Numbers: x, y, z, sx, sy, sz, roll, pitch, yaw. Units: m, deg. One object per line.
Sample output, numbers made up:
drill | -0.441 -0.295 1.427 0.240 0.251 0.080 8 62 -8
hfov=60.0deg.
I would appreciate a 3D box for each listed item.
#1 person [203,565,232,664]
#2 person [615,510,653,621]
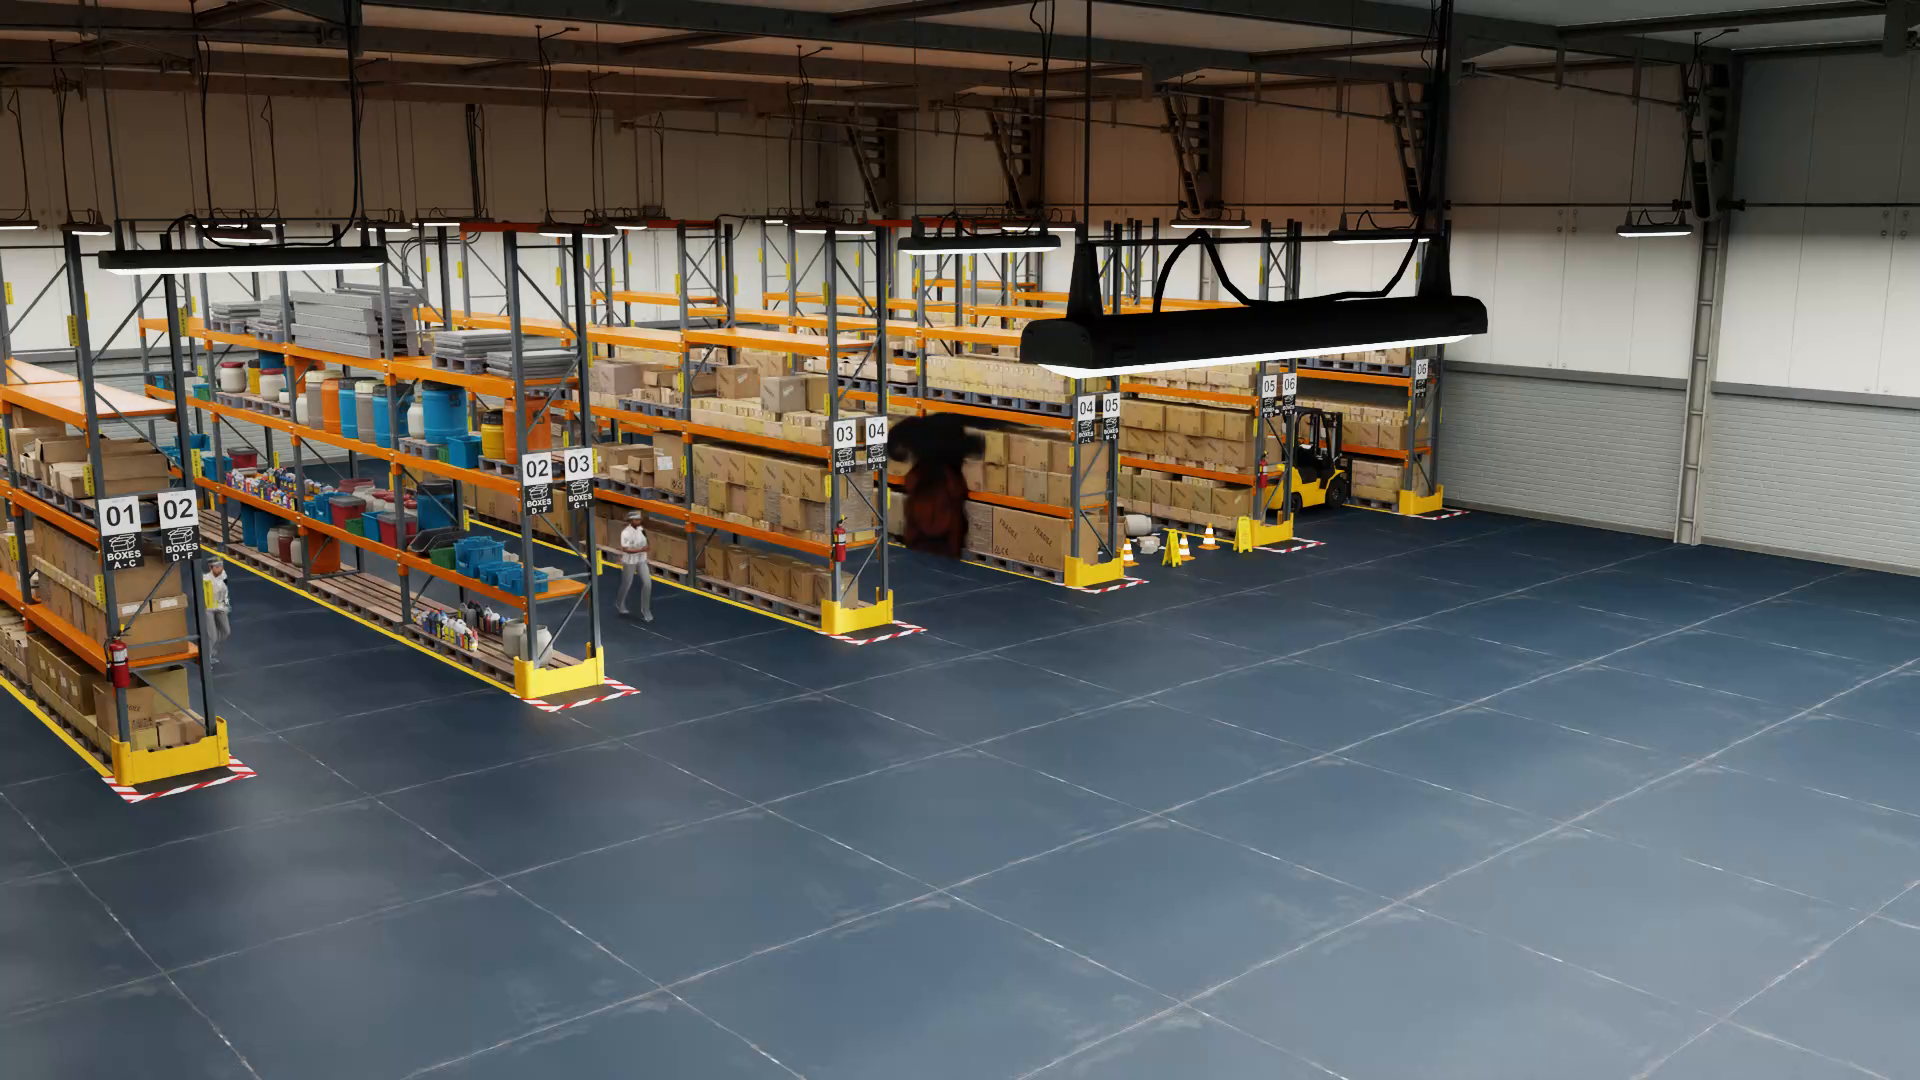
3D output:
person | -10.423 0.976 23.165 0.726 1.543 0.598 4 12 21
person | -5.048 0.387 25.721 0.849 1.734 0.518 11 16 43
